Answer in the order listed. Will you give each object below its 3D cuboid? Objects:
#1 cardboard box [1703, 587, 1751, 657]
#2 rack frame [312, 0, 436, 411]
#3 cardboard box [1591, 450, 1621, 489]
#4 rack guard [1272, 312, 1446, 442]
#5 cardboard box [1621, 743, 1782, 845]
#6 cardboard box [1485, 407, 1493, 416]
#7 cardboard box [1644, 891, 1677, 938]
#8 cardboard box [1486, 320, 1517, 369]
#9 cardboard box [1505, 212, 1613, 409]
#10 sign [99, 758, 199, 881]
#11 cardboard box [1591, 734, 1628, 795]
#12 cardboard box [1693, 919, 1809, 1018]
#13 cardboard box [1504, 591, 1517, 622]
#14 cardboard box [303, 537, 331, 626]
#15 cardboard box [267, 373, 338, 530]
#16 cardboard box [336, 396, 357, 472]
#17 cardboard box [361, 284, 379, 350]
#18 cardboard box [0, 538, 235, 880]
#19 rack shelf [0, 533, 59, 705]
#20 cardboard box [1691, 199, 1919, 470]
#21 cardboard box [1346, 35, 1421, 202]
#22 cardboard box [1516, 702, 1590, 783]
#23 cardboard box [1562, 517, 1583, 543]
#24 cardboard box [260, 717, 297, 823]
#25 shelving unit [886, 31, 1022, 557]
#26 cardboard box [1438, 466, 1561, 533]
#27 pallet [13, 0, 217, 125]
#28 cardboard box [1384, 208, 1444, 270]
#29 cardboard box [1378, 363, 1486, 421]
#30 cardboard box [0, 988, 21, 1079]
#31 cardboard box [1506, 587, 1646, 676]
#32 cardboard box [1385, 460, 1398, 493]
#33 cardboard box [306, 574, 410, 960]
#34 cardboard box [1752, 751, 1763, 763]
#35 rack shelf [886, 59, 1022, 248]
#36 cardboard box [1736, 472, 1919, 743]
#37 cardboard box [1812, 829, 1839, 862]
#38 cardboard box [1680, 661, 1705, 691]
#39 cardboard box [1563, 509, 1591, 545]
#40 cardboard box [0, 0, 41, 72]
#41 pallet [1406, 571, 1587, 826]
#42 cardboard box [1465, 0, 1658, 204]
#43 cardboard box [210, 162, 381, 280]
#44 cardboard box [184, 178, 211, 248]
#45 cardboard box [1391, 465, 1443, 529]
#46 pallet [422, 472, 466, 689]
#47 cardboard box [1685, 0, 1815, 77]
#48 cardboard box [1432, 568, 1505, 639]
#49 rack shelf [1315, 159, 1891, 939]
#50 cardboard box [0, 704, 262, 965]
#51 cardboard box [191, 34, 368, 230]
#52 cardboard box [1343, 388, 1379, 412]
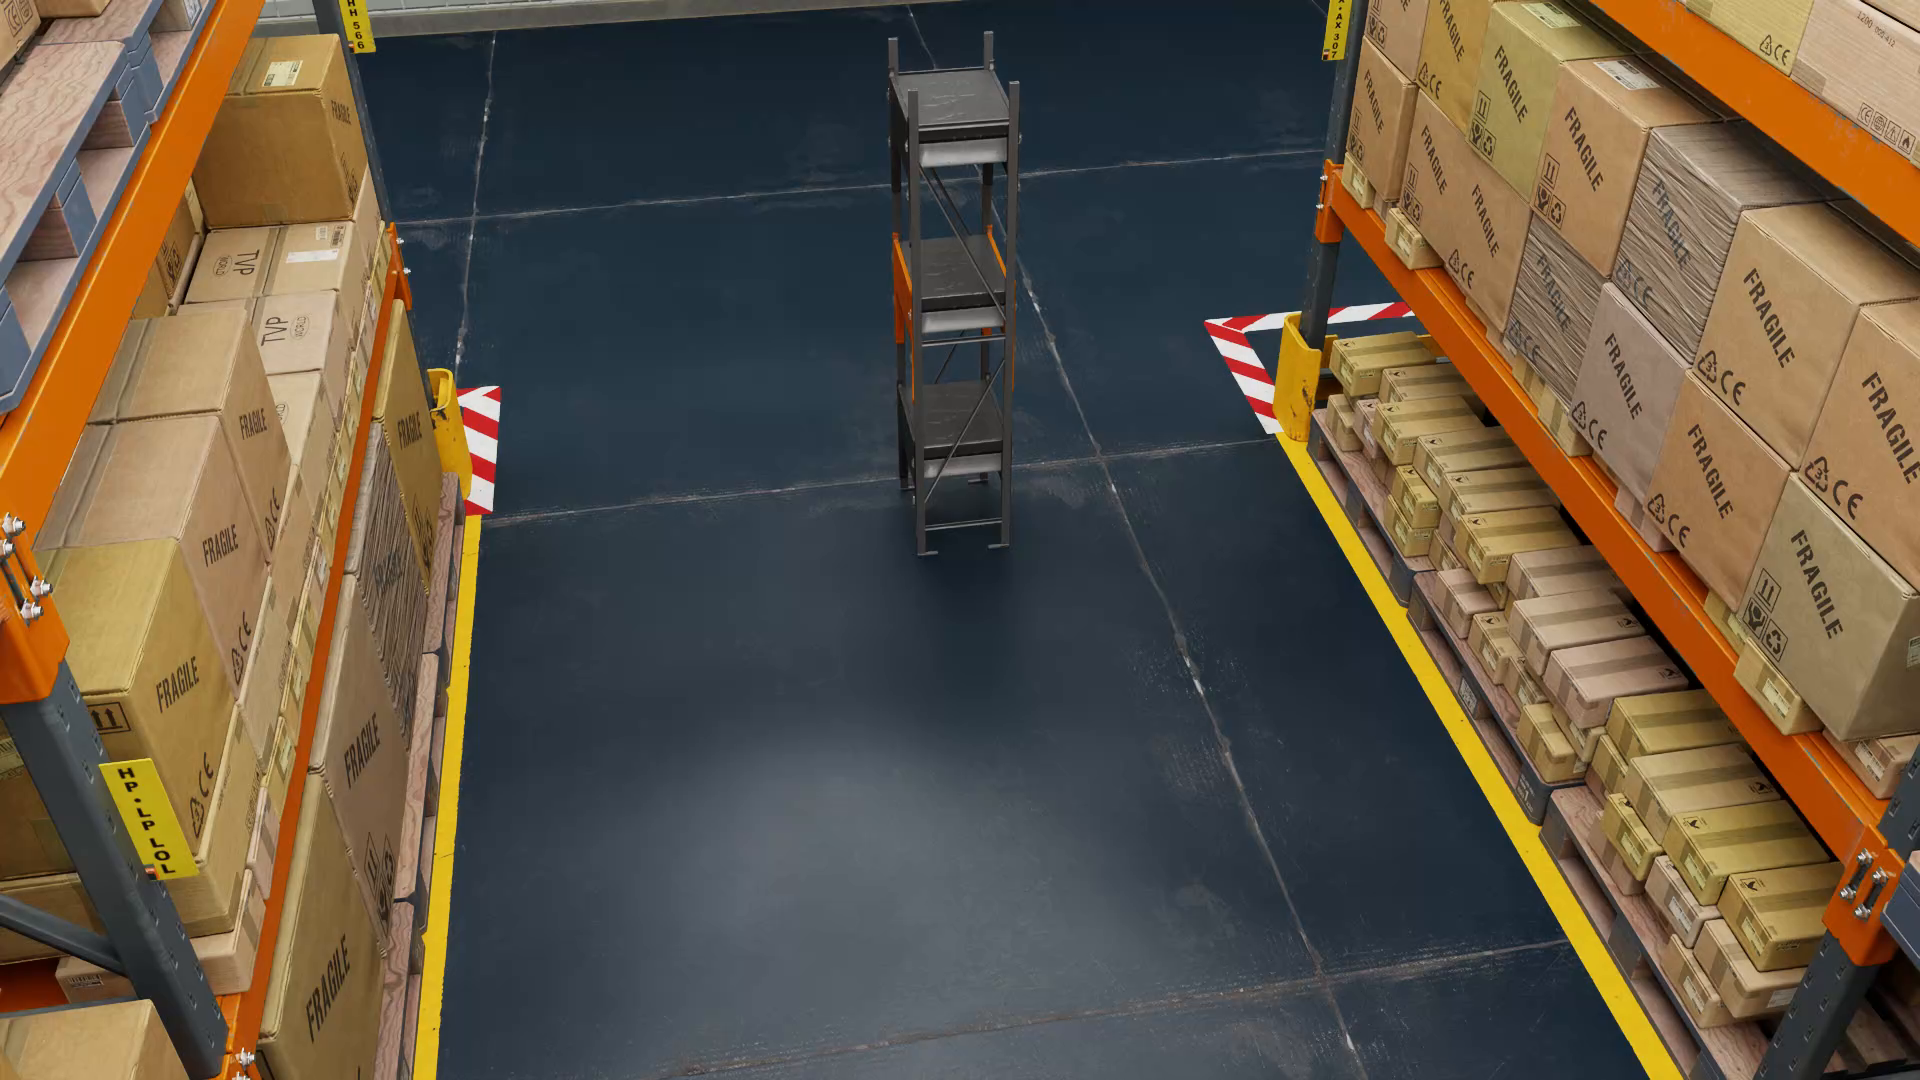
[{"bbox_3d":[2.375,0.204,4.747,0.380,0.149,0.250,-5,38,-6],"label":"cardboard box"},{"bbox_3d":[-2.806,-1.380,6.581,1.000,3.000,0.127,-6,38,-8],"label":"rack frame"},{"bbox_3d":[2.285,-0.275,5.364,0.380,0.149,0.250,-7,38,-9],"label":"cardboard box"},{"bbox_3d":[2.108,-0.819,7.897,1.175,0.500,0.348,-6,38,-8],"label":"rack guard"},{"bbox_3d":[2.343,0.802,5.269,0.380,0.149,0.250,-7,38,-8],"label":"cardboard box"},{"bbox_3d":[2.425,-0.677,7.173,0.380,0.149,0.250,-6,38,-7],"label":"cardboard box"},{"bbox_3d":[2.429,1.158,5.296,0.380,0.149,0.250,-5,38,-7],"label":"cardboard box"},{"bbox_3d":[2.128,-0.744,5.968,0.380,0.149,0.250,-7,38,-9],"label":"cardboard box"},{"bbox_3d":[2.189,-0.783,5.489,0.500,0.500,0.500,-7,38,-9],"label":"cardboard box"},{"bbox_3d":[-1.572,0.546,3.223,0.100,0.325,0.005,-6,38,-8],"label":"sign"},{"bbox_3d":[2.357,0.766,5.558,0.380,0.149,0.250,-6,38,-8],"label":"cardboard box"},{"bbox_3d":[2.428,1.250,4.935,0.380,0.149,0.250,-6,38,-7],"label":"cardboard box"},{"bbox_3d":[2.261,0.284,6.178,0.380,0.149,0.250,-5,38,-6],"label":"cardboard box"},{"bbox_3d":[-2.057,0.138,4.832,0.380,0.149,0.250,-6,38,-7],"label":"cardboard box"},{"bbox_3d":[-2.186,-0.246,5.001,0.500,0.250,0.500,-6,38,-8],"label":"cardboard box"},{"bbox_3d":[-2.193,-0.328,5.432,0.380,0.149,0.250,-6,38,-8],"label":"cardboard box"},{"bbox_3d":[-2.329,-0.792,6.029,0.380,0.149,0.250,-6,38,-8],"label":"cardboard box"},{"bbox_3d":[-1.937,0.365,3.604,0.500,0.500,0.500,-6,38,-8],"label":"cardboard box"},{"bbox_3d":[-1.754,1.344,1.217,1.077,0.370,4.000,-6,38,-8],"label":"rack shelf"},{"bbox_3d":[2.352,-0.555,4.380,0.500,0.500,0.500,-7,38,-9],"label":"cardboard box"},{"bbox_3d":[1.902,-1.708,6.680,0.500,0.500,0.500,-5,38,-6],"label":"cardboard box"},{"bbox_3d":[2.211,0.698,5.888,0.380,0.149,0.250,-6,38,-8],"label":"cardboard box"},{"bbox_3d":[2.662,0.012,6.772,0.380,0.149,0.250,-8,39,-10],"label":"cardboard box"},{"bbox_3d":[-1.922,0.603,4.233,0.380,0.149,0.250,-5,38,-6],"label":"cardboard box"},{"bbox_3d":[-0.029,-0.929,6.735,0.431,2.100,0.503,-6,38,-8],"label":"shelving unit"},{"bbox_3d":[2.101,-0.145,6.489,0.380,0.149,0.250,-5,38,-6],"label":"cardboard box"},{"bbox_3d":[-2.448,-1.344,4.162,1.003,0.211,1.213,-6,38,-8],"label":"pallet"},{"bbox_3d":[1.909,-1.205,6.560,0.380,0.149,0.250,-7,38,-9],"label":"cardboard box"},{"bbox_3d":[2.019,-0.621,7.100,0.380,0.149,0.250,-6,38,-7],"label":"cardboard box"},{"bbox_3d":[-1.984,0.985,2.637,0.797,0.503,0.637,-7,38,-9],"label":"cardboard box"},{"bbox_3d":[2.177,0.322,5.887,0.380,0.149,0.250,-8,38,-10],"label":"cardboard box"},{"bbox_3d":[2.049,-0.243,7.099,0.380,0.149,0.250,-6,38,-7],"label":"cardboard box"},{"bbox_3d":[-2.299,0.759,5.218,0.875,0.875,0.875,-6,38,-8],"label":"cardboard box"},{"bbox_3d":[2.789,0.583,5.551,0.380,0.149,0.250,-7,38,-9],"label":"cardboard box"},{"bbox_3d":[-0.029,-1.471,6.313,0.431,0.518,0.480,-6,38,-8],"label":"rack shelf"},{"bbox_3d":[2.433,0.145,4.294,0.500,0.500,0.500,-6,38,-8],"label":"cardboard box"},{"bbox_3d":[2.915,1.010,5.244,0.380,0.149,0.250,-6,38,-8],"label":"cardboard box"},{"bbox_3d":[2.767,0.534,5.856,0.380,0.149,0.250,-5,38,-6],"label":"cardboard box"},{"bbox_3d":[2.665,-0.097,6.668,0.380,0.149,0.250,-6,38,-7],"label":"cardboard box"},{"bbox_3d":[-2.391,-1.185,3.380,0.700,0.500,0.500,-4,38,-6],"label":"cardboard box"},{"bbox_3d":[2.426,0.525,6.403,1.003,0.211,1.213,-6,38,-8],"label":"pallet"},{"bbox_3d":[2.076,-1.484,5.576,0.500,0.500,0.500,-7,38,-9],"label":"cardboard box"},{"bbox_3d":[-2.460,-1.174,6.196,0.500,0.250,0.500,-7,38,-9],"label":"cardboard box"},{"bbox_3d":[-2.988,-1.119,6.125,0.500,0.250,0.500,-7,38,-9],"label":"cardboard box"},{"bbox_3d":[1.995,-0.189,6.788,0.380,0.149,0.250,-5,38,-7],"label":"cardboard box"},{"bbox_3d":[-2.589,0.196,6.826,1.003,0.211,1.213,-6,38,-8],"label":"pallet"},{"bbox_3d":[2.279,-1.438,4.334,0.500,0.250,0.500,-7,38,-9],"label":"cardboard box"},{"bbox_3d":[2.082,0.227,6.494,0.380,0.149,0.250,-8,39,-10],"label":"cardboard box"},{"bbox_3d":[2.446,-0.360,5.855,1.077,0.370,4.000,-6,38,-8],"label":"rack shelf"},{"bbox_3d":[-1.929,0.666,3.828,0.500,0.250,0.500,-7,38,-9],"label":"cardboard box"},{"bbox_3d":[-2.462,-1.468,5.963,0.500,0.500,0.500,-6,38,-7],"label":"cardboard box"},{"bbox_3d":[1.934,-0.666,7.401,0.380,0.149,0.250,-5,38,-6],"label":"cardboard box"}]
